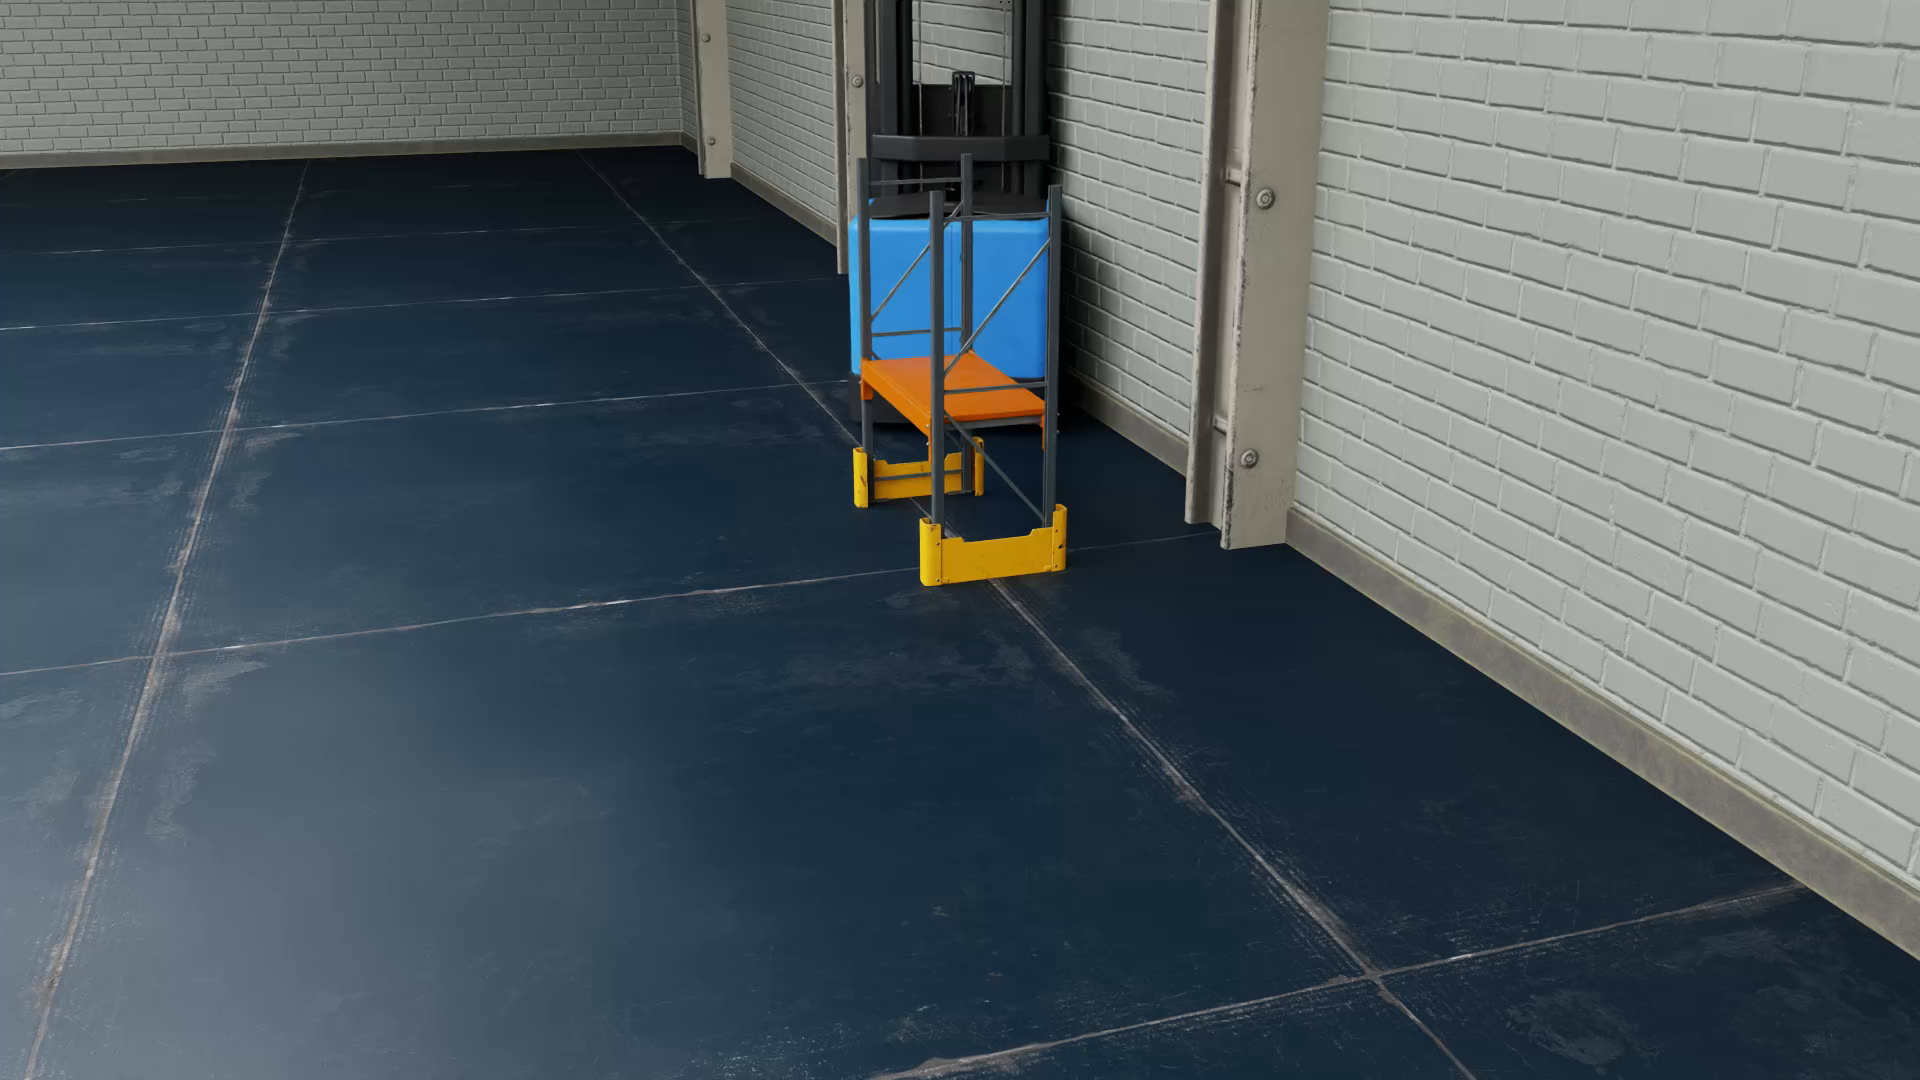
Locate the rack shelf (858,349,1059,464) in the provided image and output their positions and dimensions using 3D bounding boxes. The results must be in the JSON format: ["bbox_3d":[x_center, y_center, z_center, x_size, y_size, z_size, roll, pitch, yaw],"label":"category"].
[{"bbox_3d":[-0.027,-0.564,6.800,0.538,0.185,1.000,-6,21,-17],"label":"rack shelf"}]

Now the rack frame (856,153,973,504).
[{"bbox_3d":[-0.187,-0.896,7.193,0.500,1.500,0.032,-6,21,-17],"label":"rack frame"}]

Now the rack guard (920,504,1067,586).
[{"bbox_3d":[0.133,0.018,6.497,0.587,0.250,0.087,-6,21,-17],"label":"rack guard"}]

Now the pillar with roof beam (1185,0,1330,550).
[{"bbox_3d":[-2.914,-3.818,4.234,9.100,9.000,0.400,-6,21,-17],"label":"pillar with roof beam"}]

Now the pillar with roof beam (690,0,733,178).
[{"bbox_3d":[-6.686,-7.669,14.955,9.100,9.000,0.400,-6,21,-17],"label":"pillar with roof beam"}]

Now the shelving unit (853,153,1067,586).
[{"bbox_3d":[-0.024,-0.730,6.731,0.587,1.500,1.083,-6,21,-17],"label":"shelving unit"}]

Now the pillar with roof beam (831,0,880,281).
[{"bbox_3d":[-4.800,-5.743,9.594,9.100,9.000,0.400,-6,21,-17],"label":"pillar with roof beam"}]

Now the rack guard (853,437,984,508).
[{"bbox_3d":[-0.180,-0.302,7.387,0.587,0.250,0.087,-6,21,-17],"label":"rack guard"}]

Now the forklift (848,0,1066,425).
[{"bbox_3d":[0.044,-2.401,9.266,1.130,2.935,3.031,1,20,3],"label":"forklift"}]

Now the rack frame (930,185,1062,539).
[{"bbox_3d":[0.133,-0.570,6.285,0.500,1.500,0.032,-6,21,-17],"label":"rack frame"}]
